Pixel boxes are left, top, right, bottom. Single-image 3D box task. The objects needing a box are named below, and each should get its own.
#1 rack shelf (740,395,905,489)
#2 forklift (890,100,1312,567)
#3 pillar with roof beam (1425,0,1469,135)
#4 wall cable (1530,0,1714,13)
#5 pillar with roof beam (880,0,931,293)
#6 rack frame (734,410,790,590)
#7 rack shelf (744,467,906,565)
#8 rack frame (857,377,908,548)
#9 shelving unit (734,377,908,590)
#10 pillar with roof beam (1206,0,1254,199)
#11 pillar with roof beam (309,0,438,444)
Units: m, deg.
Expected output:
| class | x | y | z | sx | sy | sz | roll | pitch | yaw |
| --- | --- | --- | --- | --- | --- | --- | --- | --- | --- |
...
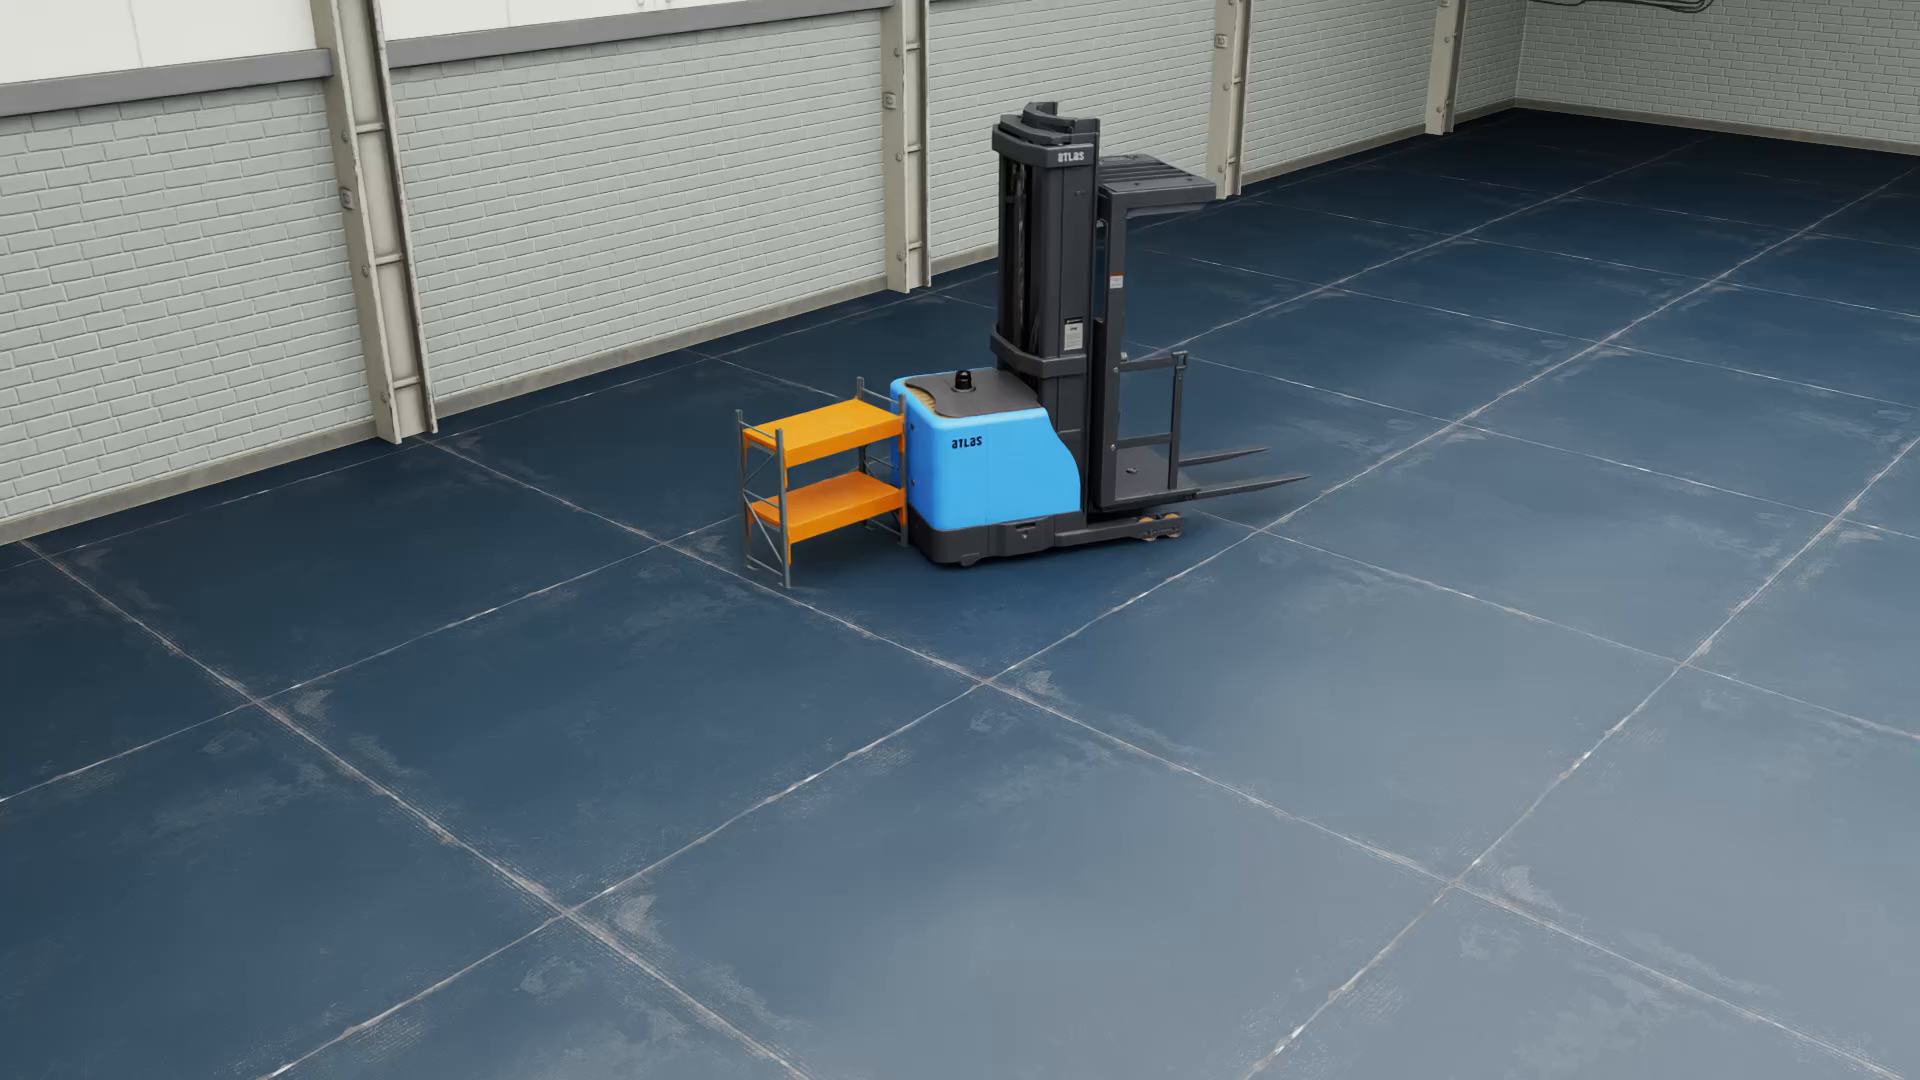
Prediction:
| class | x | y | z | sx | sy | sz | roll | pitch | yaw |
| --- | --- | --- | --- | --- | --- | --- | --- | --- | --- |
| rack shelf | -0.921 | -0.668 | 11.149 | 1.000 | 0.278 | 0.538 | -20 | 31 | -37 |
| forklift | 1.067 | -1.519 | 11.556 | 3.031 | 2.935 | 1.130 | -9 | 26 | -19 |
| pillar with roof beam | 10.663 | -9.293 | 21.478 | 9.100 | 9.000 | 0.400 | 20 | 31 | 38 |
| wall cable | 10.408 | -9.589 | 25.932 | 3.097 | 2.526 | 0.112 | 20 | 31 | 38 |
| pillar with roof beam | 2.654 | -5.637 | 13.324 | 9.100 | 9.000 | 0.400 | 20 | 31 | 38 |
| rack frame | -1.303 | -0.263 | 10.962 | 0.032 | 1.125 | 0.500 | -20 | 31 | -37 |
| rack shelf | -0.921 | -0.178 | 11.369 | 1.000 | 0.278 | 0.538 | -20 | 31 | -37 |
| rack frame | -0.540 | -0.538 | 11.575 | 0.032 | 1.125 | 0.500 | -20 | 31 | -37 |
| shelving unit | -0.921 | -0.401 | 11.269 | 1.048 | 1.125 | 0.538 | -20 | 31 | -37 |
| pillar with roof beam | 6.658 | -7.465 | 17.401 | 9.100 | 9.000 | 0.400 | 20 | 31 | 38 |
| pillar with roof beam | -1.351 | -3.809 | 9.247 | 9.100 | 9.000 | 0.400 | 20 | 31 | 38 |
